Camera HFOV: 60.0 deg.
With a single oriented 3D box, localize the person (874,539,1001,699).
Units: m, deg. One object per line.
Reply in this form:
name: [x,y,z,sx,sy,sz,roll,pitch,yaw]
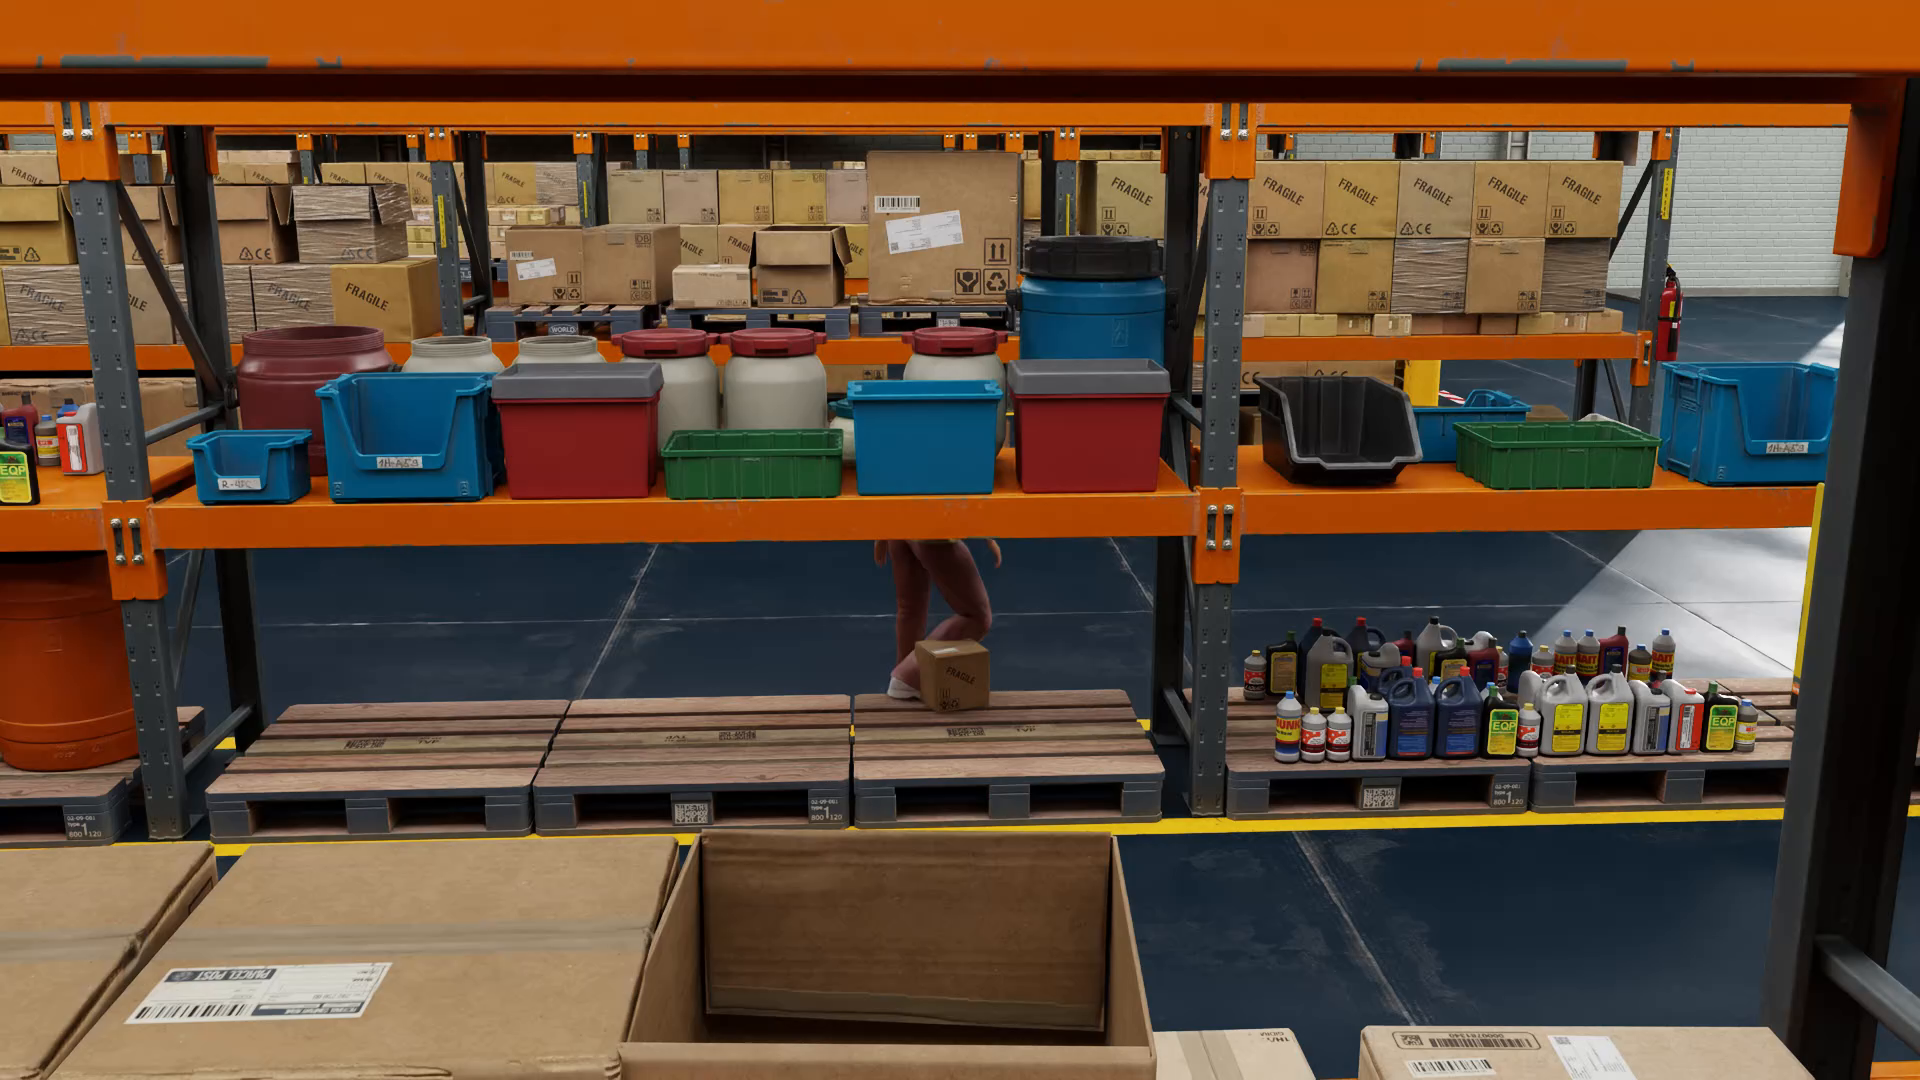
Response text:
person: [-0.143,0.012,7.437,0.671,1.646,0.618,-13,19,-43]
